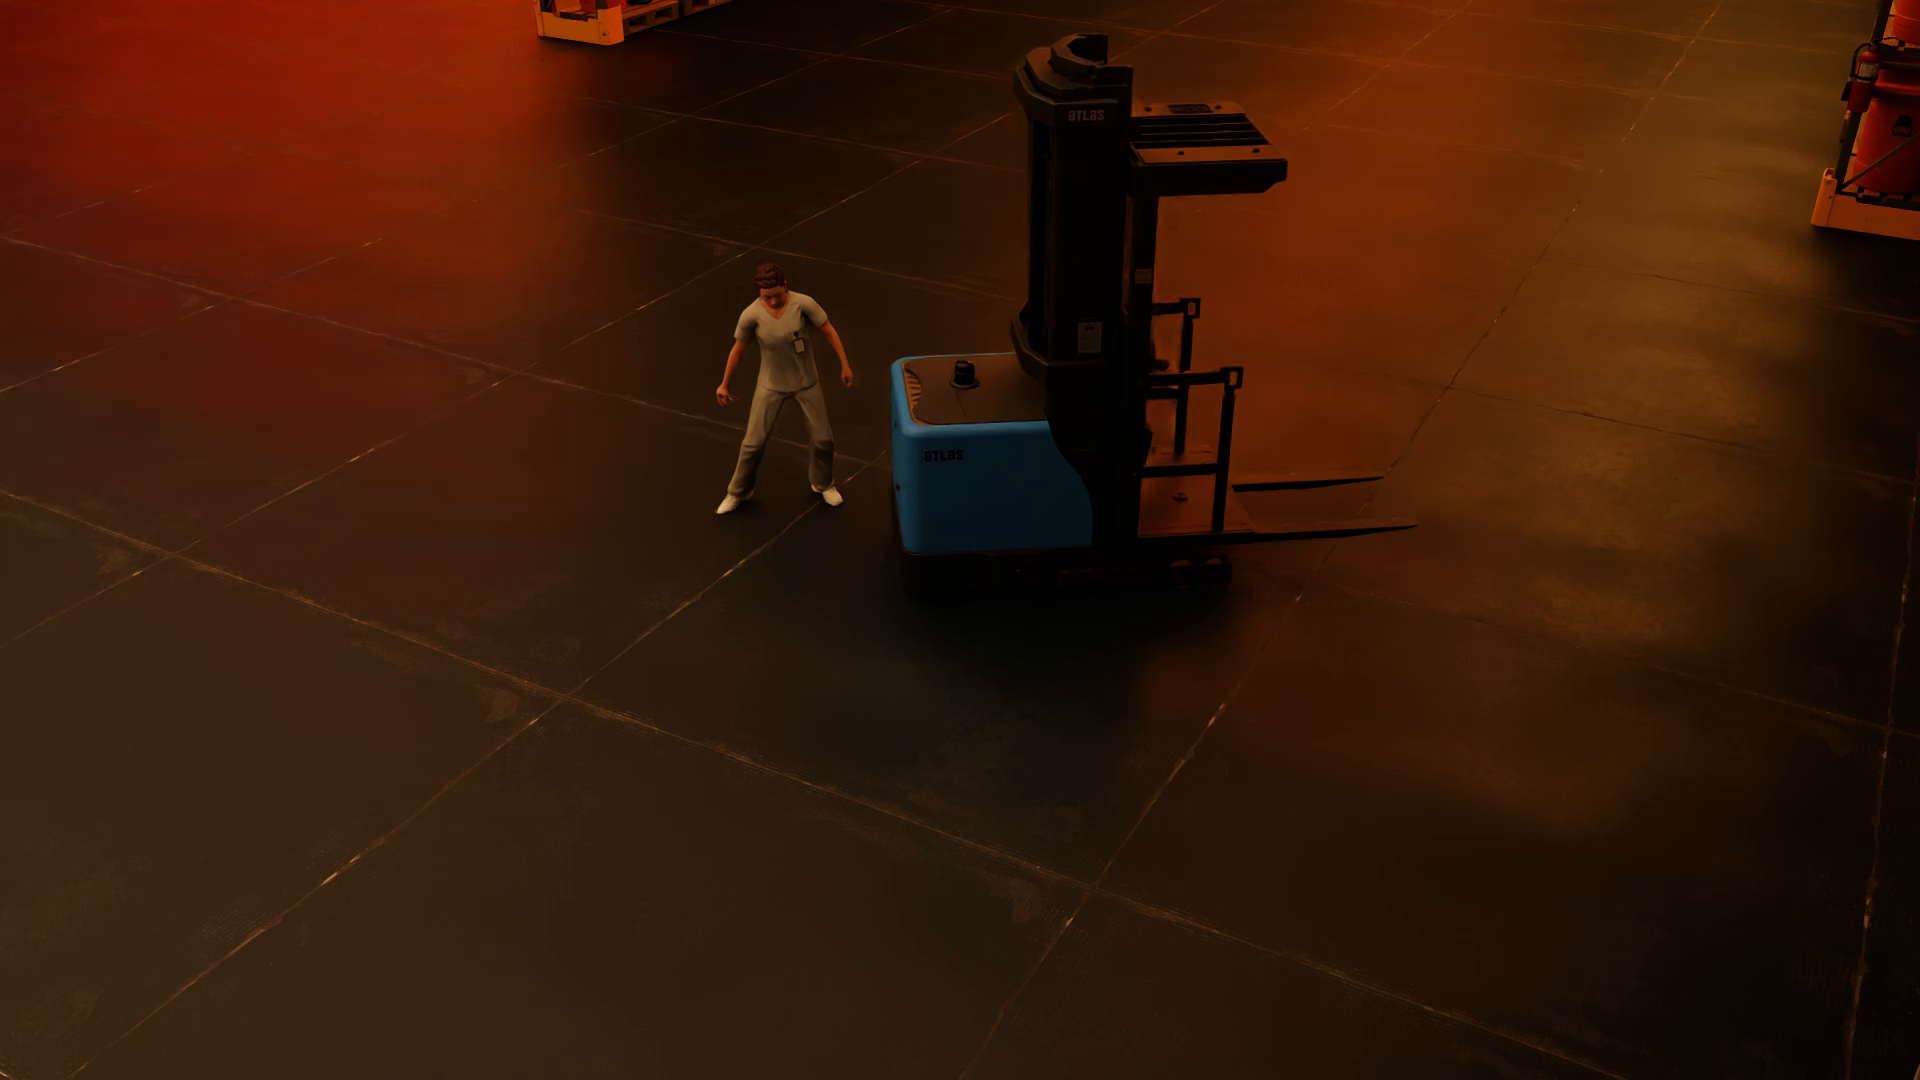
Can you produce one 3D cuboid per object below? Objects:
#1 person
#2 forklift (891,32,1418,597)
[{"bbox_3d":[-1.080,-0.917,10.002,0.885,1.638,0.385,-6,31,-10],"label":"person"},{"bbox_3d":[1.137,-1.250,9.236,3.031,2.935,1.130,-3,30,-5],"label":"forklift"}]
